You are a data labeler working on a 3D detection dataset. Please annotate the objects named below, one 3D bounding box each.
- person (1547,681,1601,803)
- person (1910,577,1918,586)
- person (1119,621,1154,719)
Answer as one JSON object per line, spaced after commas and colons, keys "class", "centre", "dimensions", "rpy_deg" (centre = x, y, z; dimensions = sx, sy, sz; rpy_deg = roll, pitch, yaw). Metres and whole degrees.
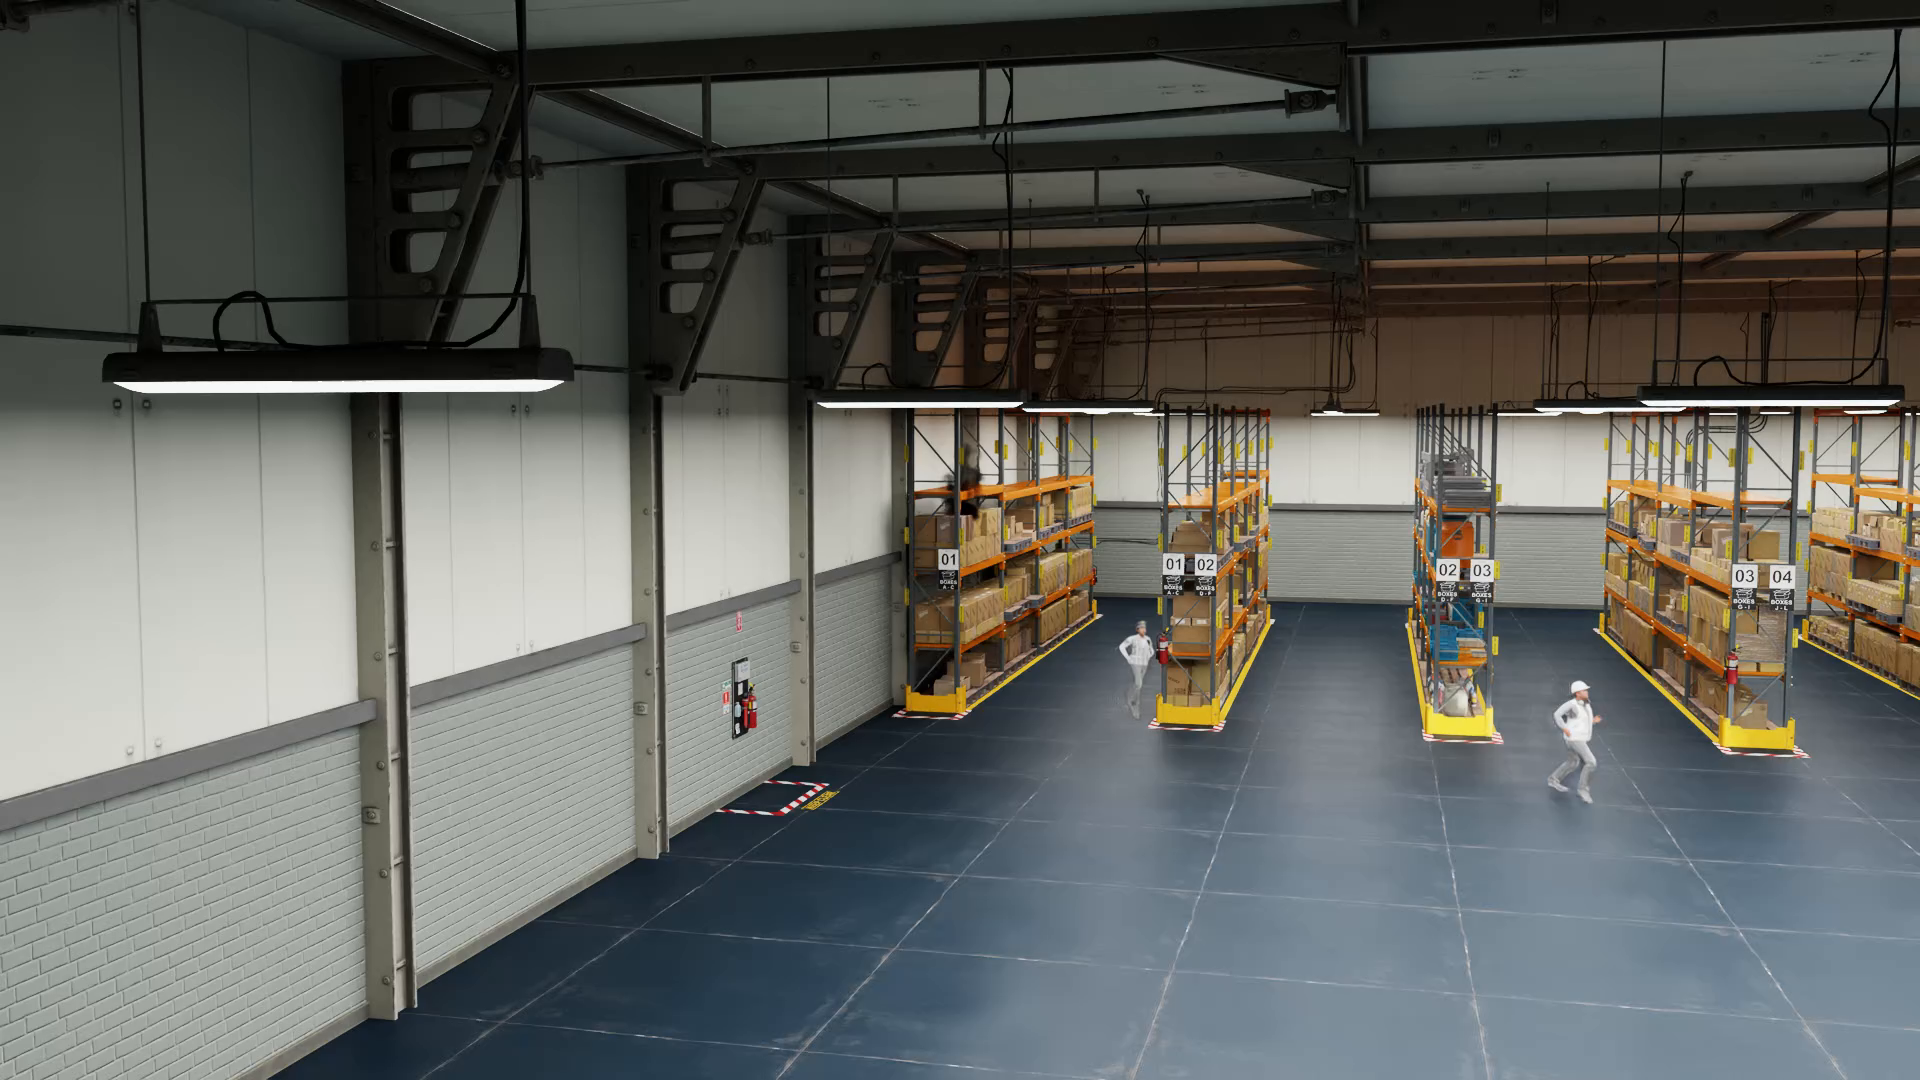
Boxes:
{"class": "person", "centre": [9.279, 3.029, 25.119], "dimensions": [0.795, 1.820, 0.635], "rpy_deg": [4, 6, 42]}
{"class": "person", "centre": [23.940, 1.782, 41.774], "dimensions": [0.675, 1.724, 0.723], "rpy_deg": [1, 4, 8]}
{"class": "person", "centre": [3.313, 2.379, 30.791], "dimensions": [0.642, 1.796, 0.572], "rpy_deg": [-2, 5, -29]}
